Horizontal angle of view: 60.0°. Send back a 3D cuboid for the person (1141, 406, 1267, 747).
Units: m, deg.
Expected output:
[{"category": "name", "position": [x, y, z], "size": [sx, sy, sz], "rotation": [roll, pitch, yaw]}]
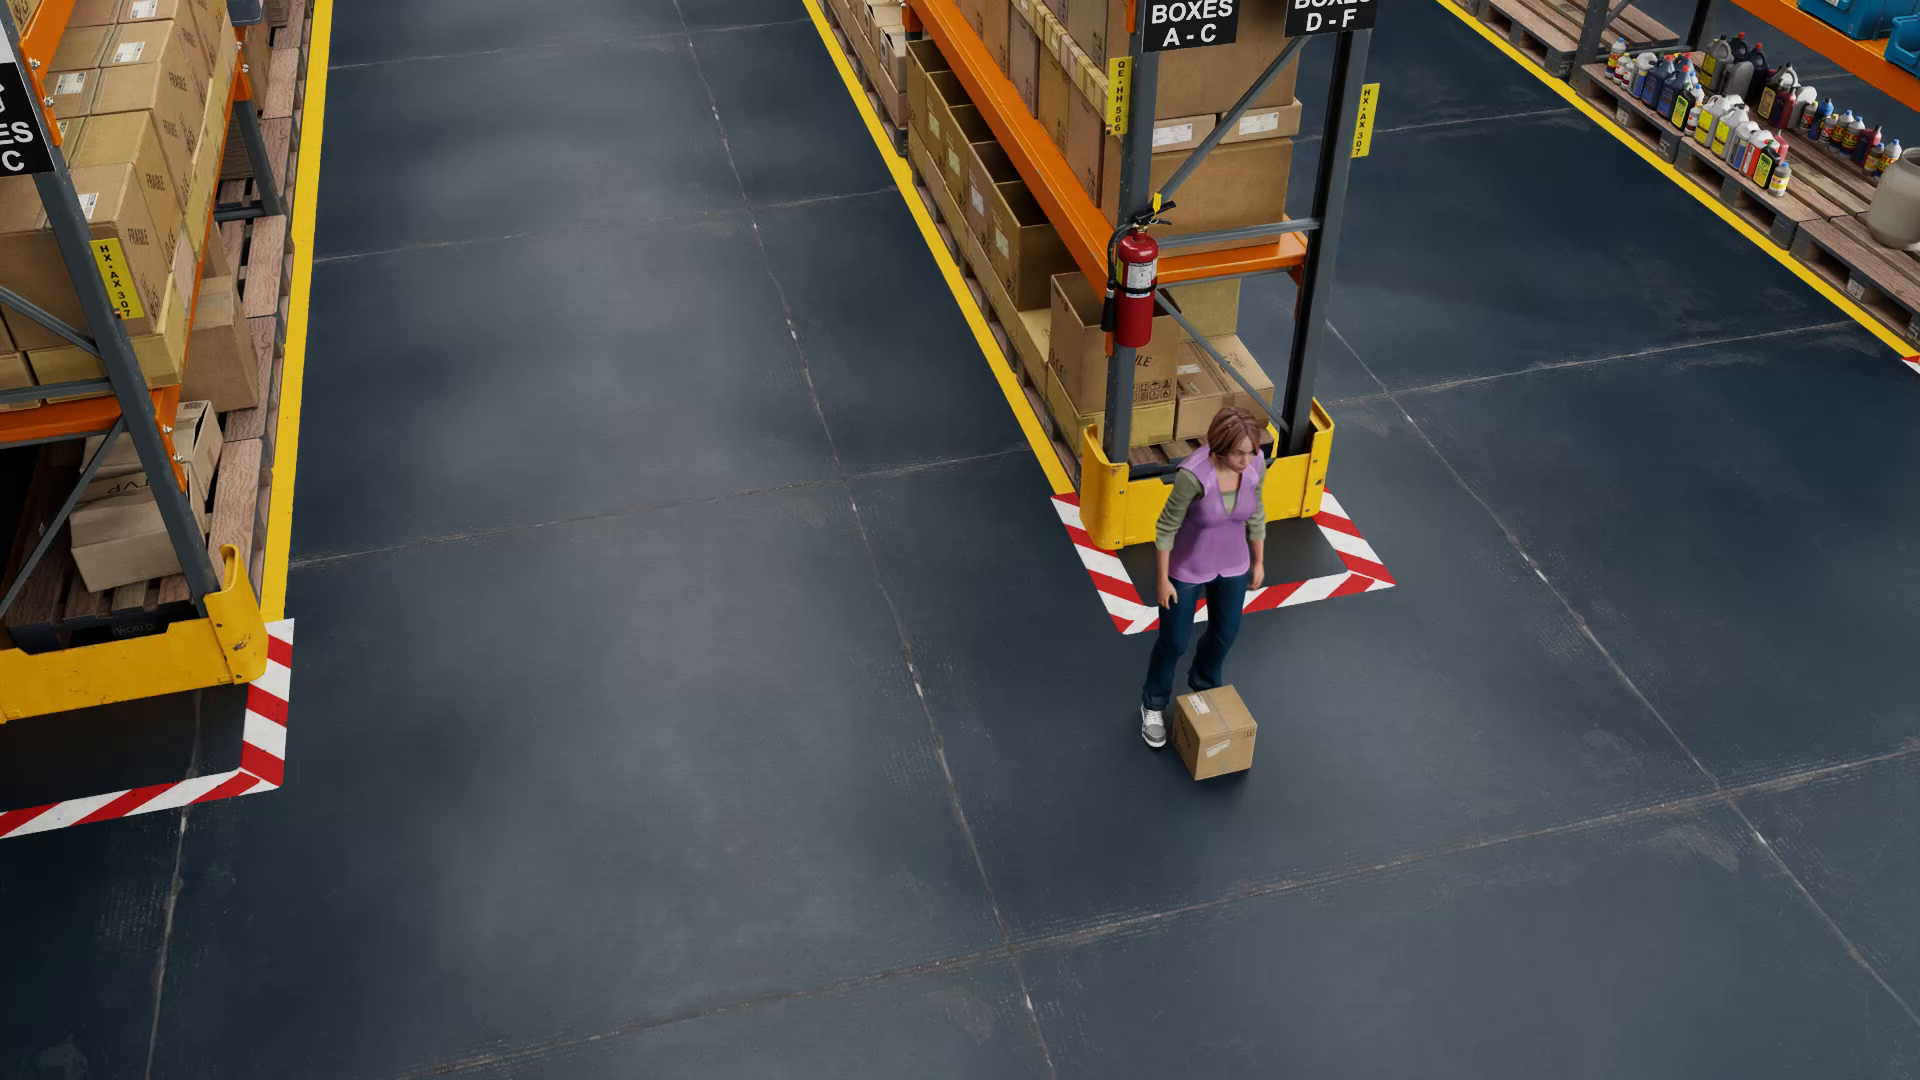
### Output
[{"category": "person", "position": [0.973, 0.122, 6.569], "size": [0.483, 1.594, 0.341], "rotation": [-11, 40, -14]}]
